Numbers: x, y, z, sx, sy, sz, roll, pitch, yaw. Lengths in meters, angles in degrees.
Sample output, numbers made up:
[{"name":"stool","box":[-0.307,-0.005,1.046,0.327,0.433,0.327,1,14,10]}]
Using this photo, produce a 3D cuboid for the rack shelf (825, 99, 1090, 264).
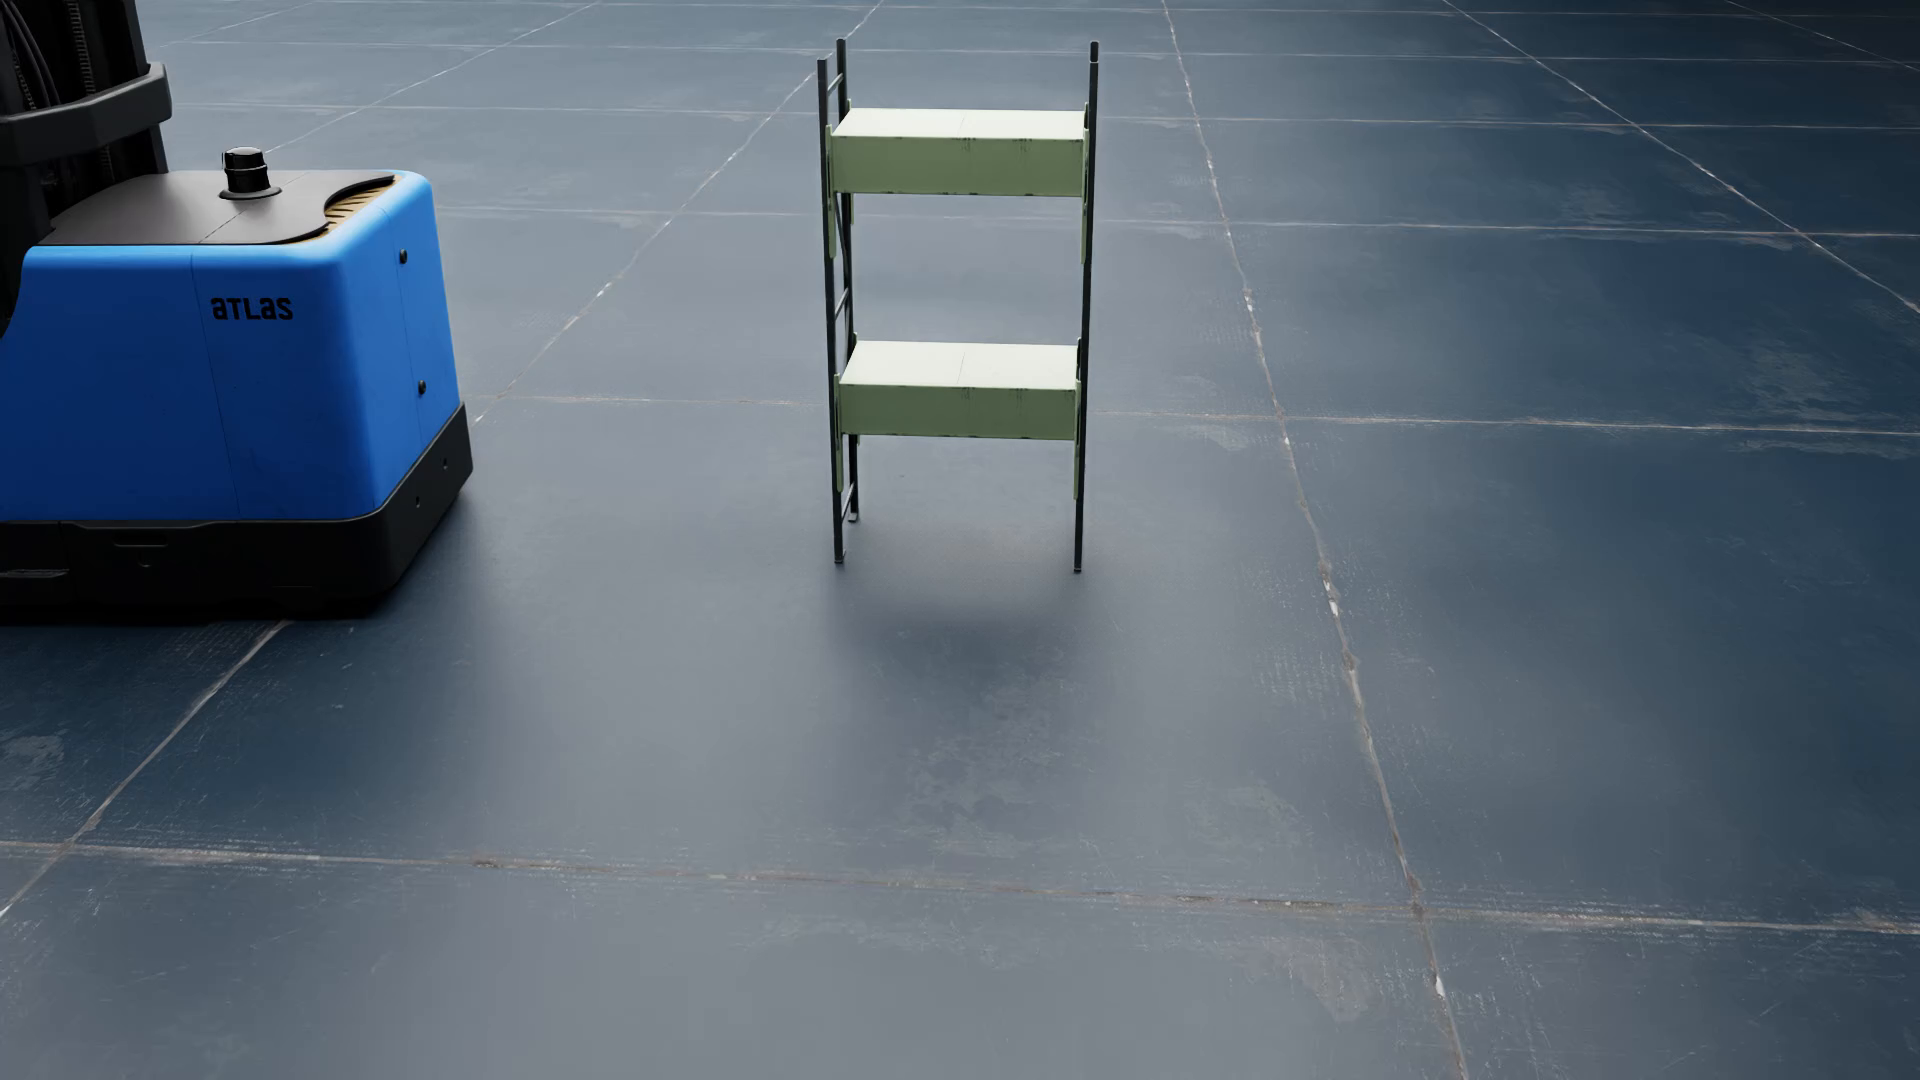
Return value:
[{"name":"rack shelf","box":[0.007,-1.036,4.773,0.720,0.370,0.431,2,25,4]}]

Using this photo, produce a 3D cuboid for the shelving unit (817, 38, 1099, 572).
[{"name":"shelving unit","box":[0.007,-0.681,4.936,0.755,1.500,0.431,2,25,4]}]

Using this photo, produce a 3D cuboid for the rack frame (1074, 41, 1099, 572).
[{"name":"rack frame","box":[0.372,-0.669,4.911,0.023,1.500,0.400,2,25,4]}]

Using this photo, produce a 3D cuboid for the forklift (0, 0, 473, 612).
[{"name":"forklift","box":[-3.147,-1.315,4.602,3.031,2.935,1.130,0,25,0]}]

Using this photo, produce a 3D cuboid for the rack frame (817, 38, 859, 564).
[{"name":"rack frame","box":[-0.358,-0.693,4.962,0.023,1.500,0.400,2,25,4]}]

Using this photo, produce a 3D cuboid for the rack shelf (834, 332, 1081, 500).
[{"name":"rack shelf","box":[0.007,-0.385,5.072,0.720,0.370,0.431,2,25,4]}]
